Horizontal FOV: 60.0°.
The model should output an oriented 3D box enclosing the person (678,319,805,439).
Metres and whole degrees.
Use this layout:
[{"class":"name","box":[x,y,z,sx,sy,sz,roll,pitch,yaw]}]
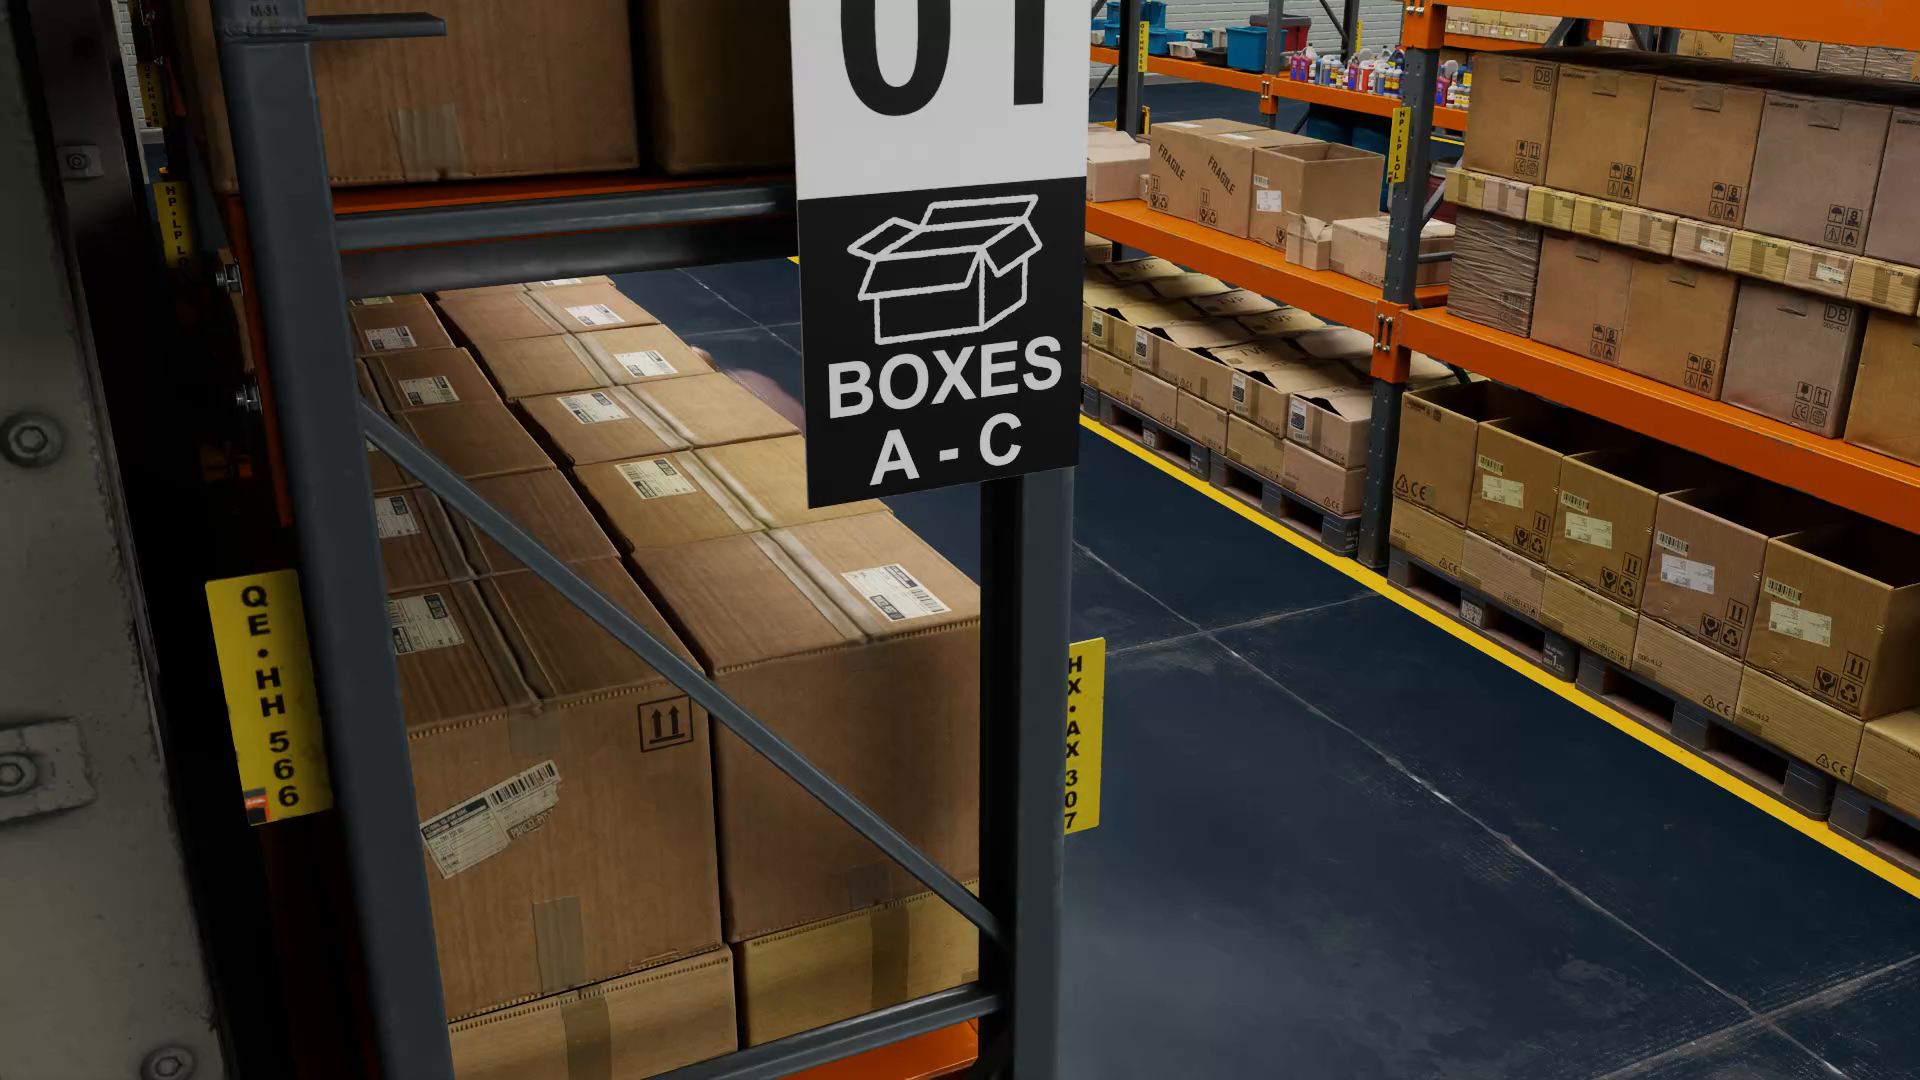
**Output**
[{"class":"person","box":[-0.859,-0.159,6.999,0.522,1.416,0.851,-18,28,-38]}]
